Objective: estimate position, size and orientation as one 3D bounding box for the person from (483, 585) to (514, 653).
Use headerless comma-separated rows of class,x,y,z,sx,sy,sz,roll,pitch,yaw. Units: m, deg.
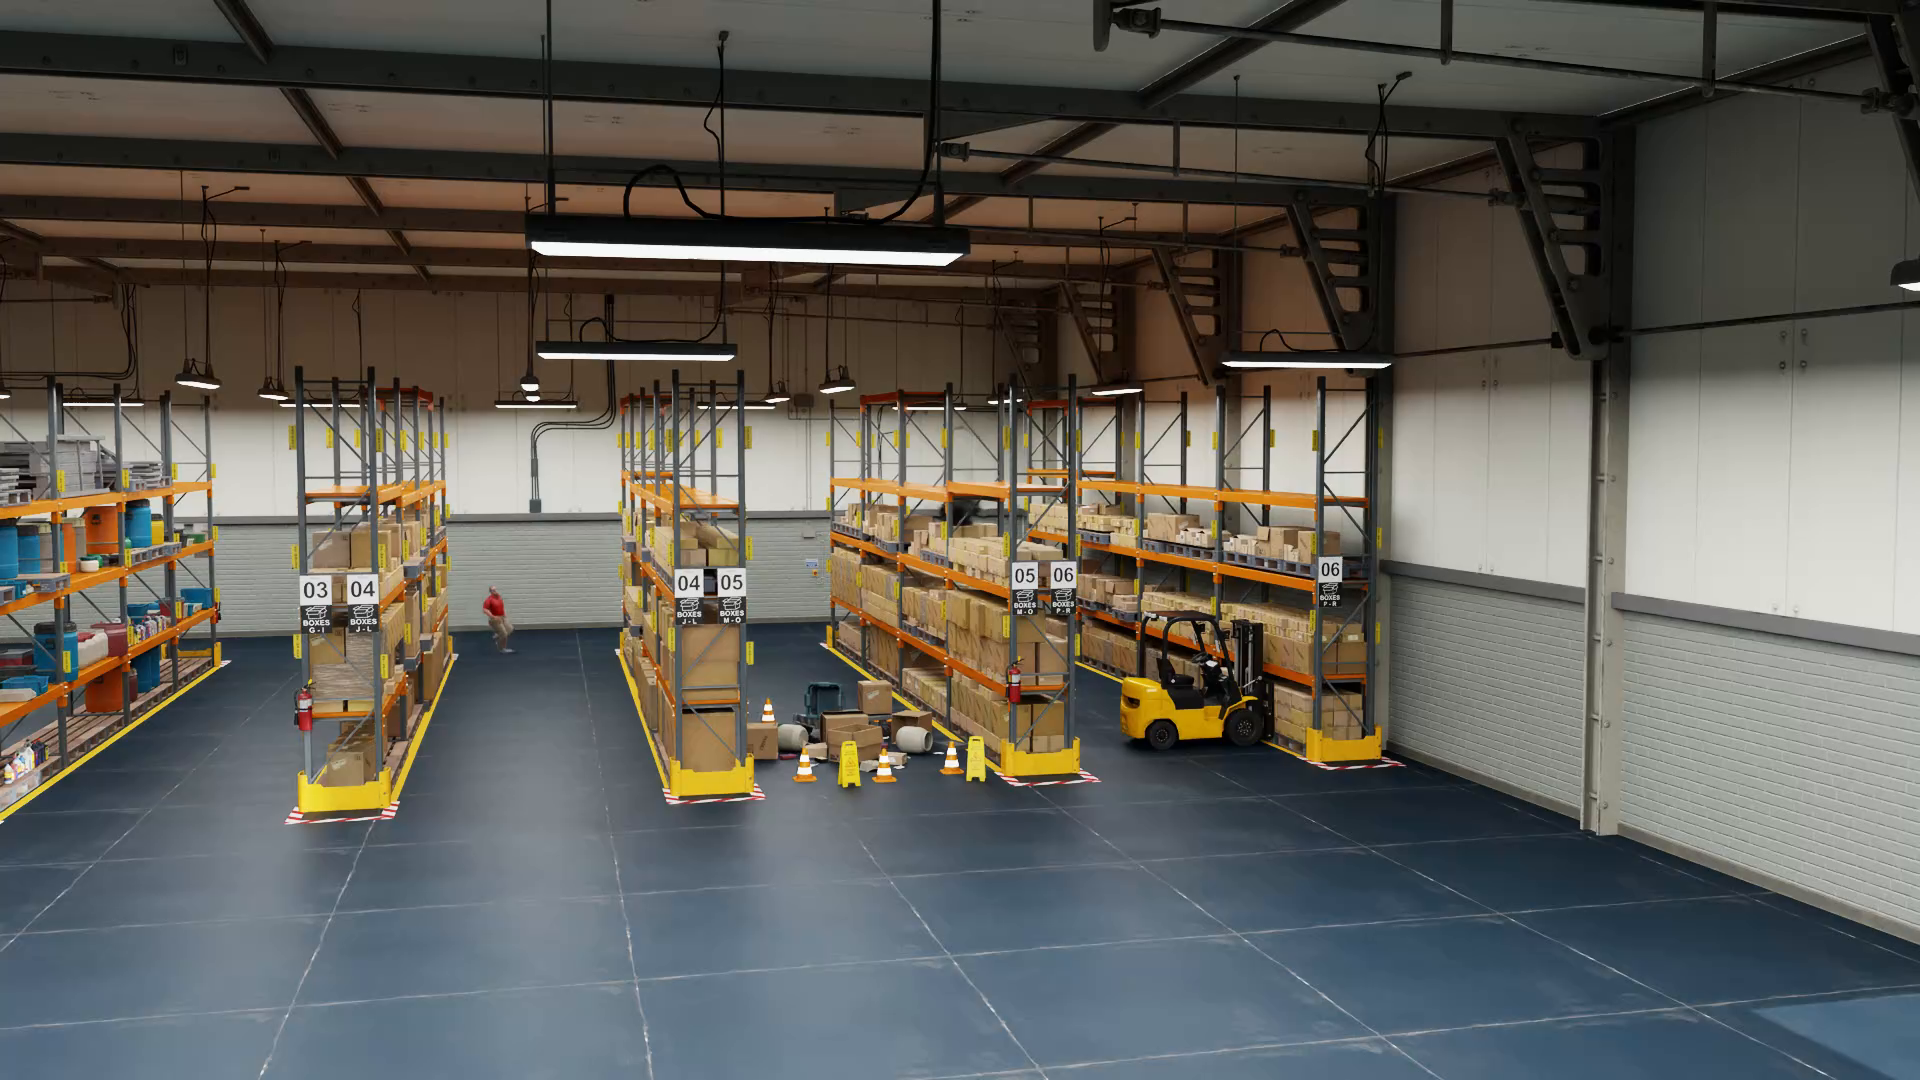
person,-10.855,1.866,38.984,0.561,1.621,0.690,1,4,17
